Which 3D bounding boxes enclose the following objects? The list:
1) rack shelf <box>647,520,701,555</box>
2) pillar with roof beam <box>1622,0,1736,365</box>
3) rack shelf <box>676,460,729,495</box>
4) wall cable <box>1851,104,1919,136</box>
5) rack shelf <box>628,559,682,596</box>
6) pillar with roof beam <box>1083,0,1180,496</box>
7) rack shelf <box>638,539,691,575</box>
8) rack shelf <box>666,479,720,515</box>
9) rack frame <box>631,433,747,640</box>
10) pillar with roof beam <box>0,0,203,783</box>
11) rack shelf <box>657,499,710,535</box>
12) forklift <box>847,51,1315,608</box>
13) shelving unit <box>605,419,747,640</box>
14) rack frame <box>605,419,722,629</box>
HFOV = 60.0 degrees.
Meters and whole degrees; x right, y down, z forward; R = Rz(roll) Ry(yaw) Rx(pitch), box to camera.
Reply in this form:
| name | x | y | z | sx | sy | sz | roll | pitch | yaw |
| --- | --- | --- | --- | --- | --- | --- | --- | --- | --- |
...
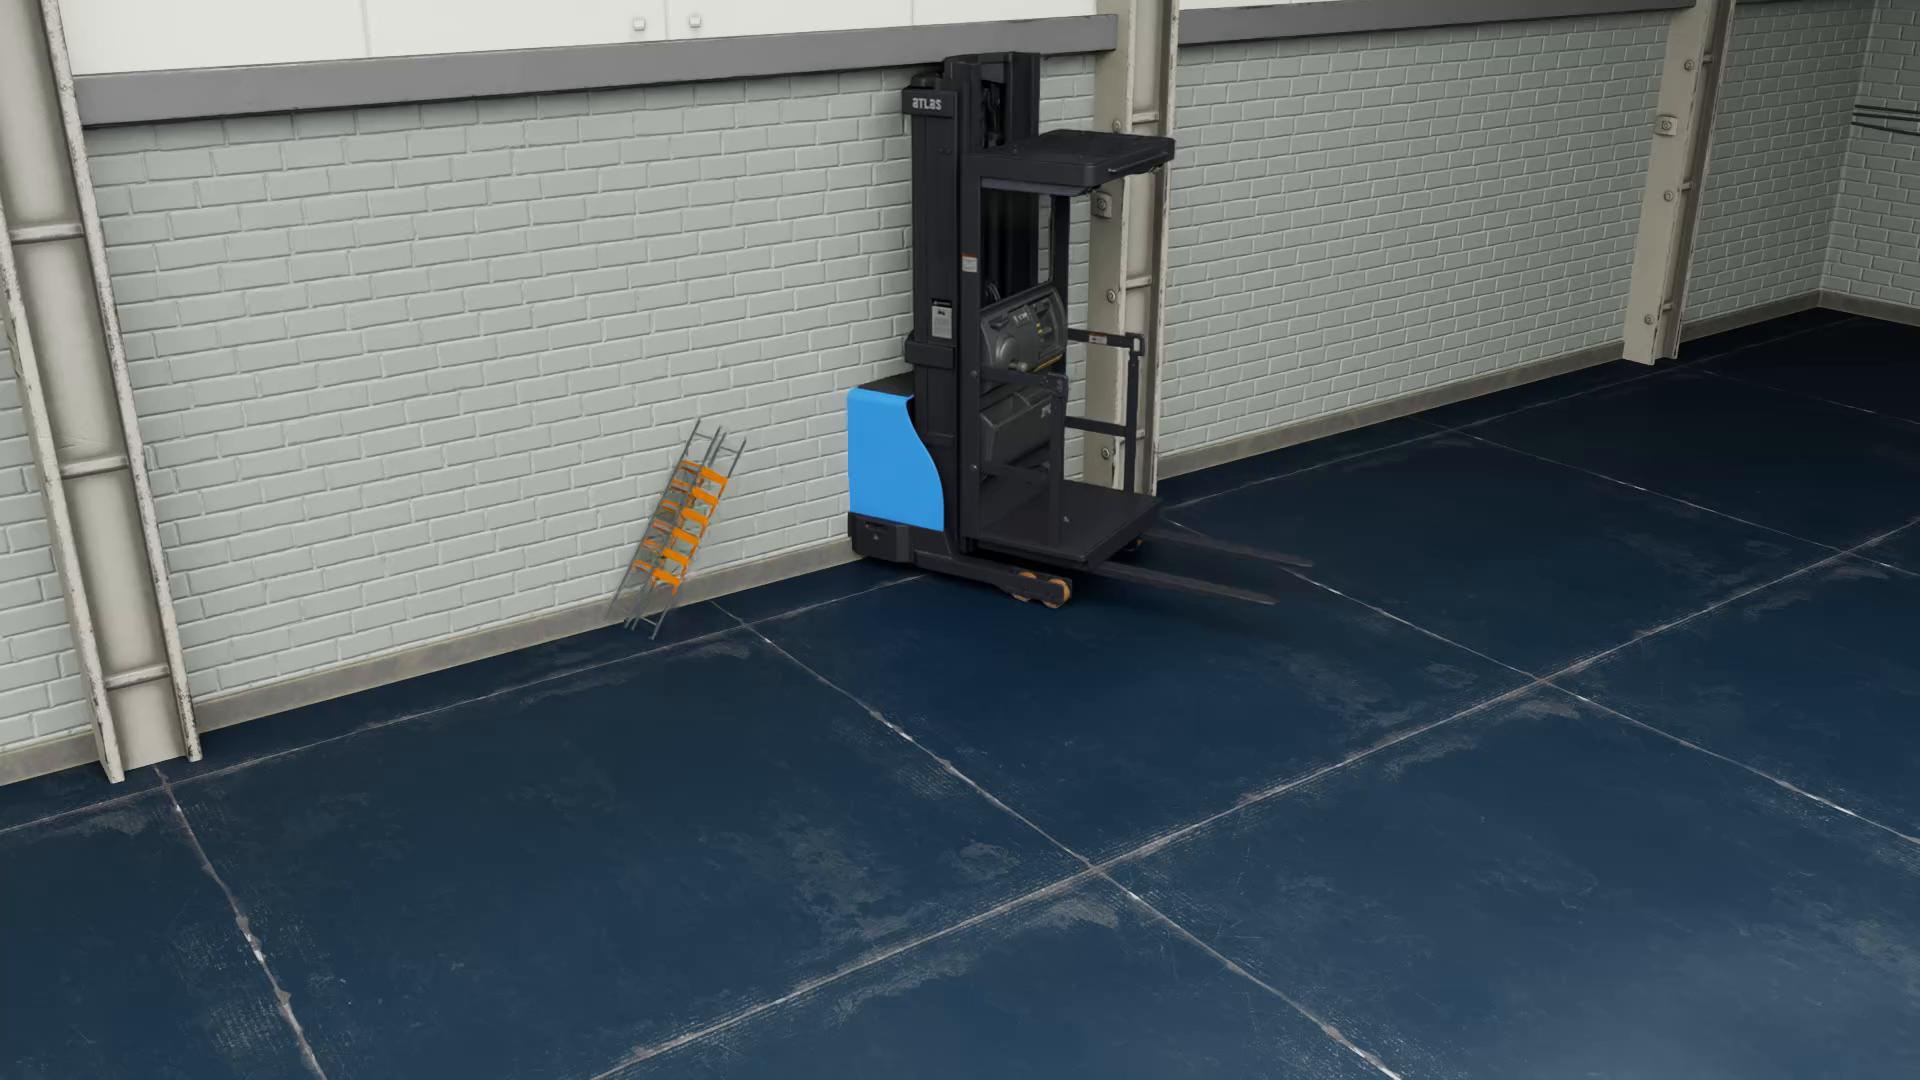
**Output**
| name | x | y | z | sx | sy | sz | roll | pitch | yaw |
| --- | --- | --- | --- | --- | --- | --- | --- | --- | --- |
| rack shelf | -1.564 | -0.021 | 9.053 | 0.180 | 0.103 | 0.258 | 29 | -8 | -41 |
| pillar with roof beam | 8.446 | -4.457 | 9.423 | 0.400 | 9.000 | 9.100 | -15 | 26 | -33 |
| rack shelf | -1.416 | -0.348 | 9.089 | 0.180 | 0.103 | 0.258 | 29 | -8 | -41 |
| wall cable | 9.096 | -4.549 | 13.845 | 0.112 | 2.526 | 3.097 | -15 | 26 | -33 |
| rack shelf | -1.662 | 0.196 | 9.029 | 0.180 | 0.103 | 0.258 | 29 | -8 | -41 |
| pillar with roof beam | 3.576 | -3.158 | 6.168 | 0.400 | 9.000 | 9.100 | -15 | 26 | -33 |
| rack shelf | -1.613 | 0.088 | 9.041 | 0.180 | 0.103 | 0.258 | 29 | -8 | -41 |
| rack shelf | -1.465 | -0.239 | 9.077 | 0.180 | 0.103 | 0.258 | 29 | -8 | -41 |
| rack frame | -1.485 | -0.028 | 9.117 | 0.006 | 1.200 | 0.240 | 29 | -8 | -41 |
| pillar with roof beam | -1.295 | -1.859 | 2.914 | 0.400 | 9.000 | 9.100 | -15 | 26 | -33 |
| rack shelf | -1.515 | -0.130 | 9.065 | 0.180 | 0.103 | 0.258 | 29 | -8 | -41 |
| forklift | 0.548 | -1.200 | 9.449 | 3.031 | 2.935 | 1.130 | 12 | 25 | 28 |
| shelving unit | -1.546 | -0.062 | 9.057 | 0.189 | 1.200 | 0.258 | 29 | -8 | -41 |
| rack frame | -1.606 | -0.095 | 8.997 | 0.006 | 1.200 | 0.240 | 29 | -8 | -41 |
